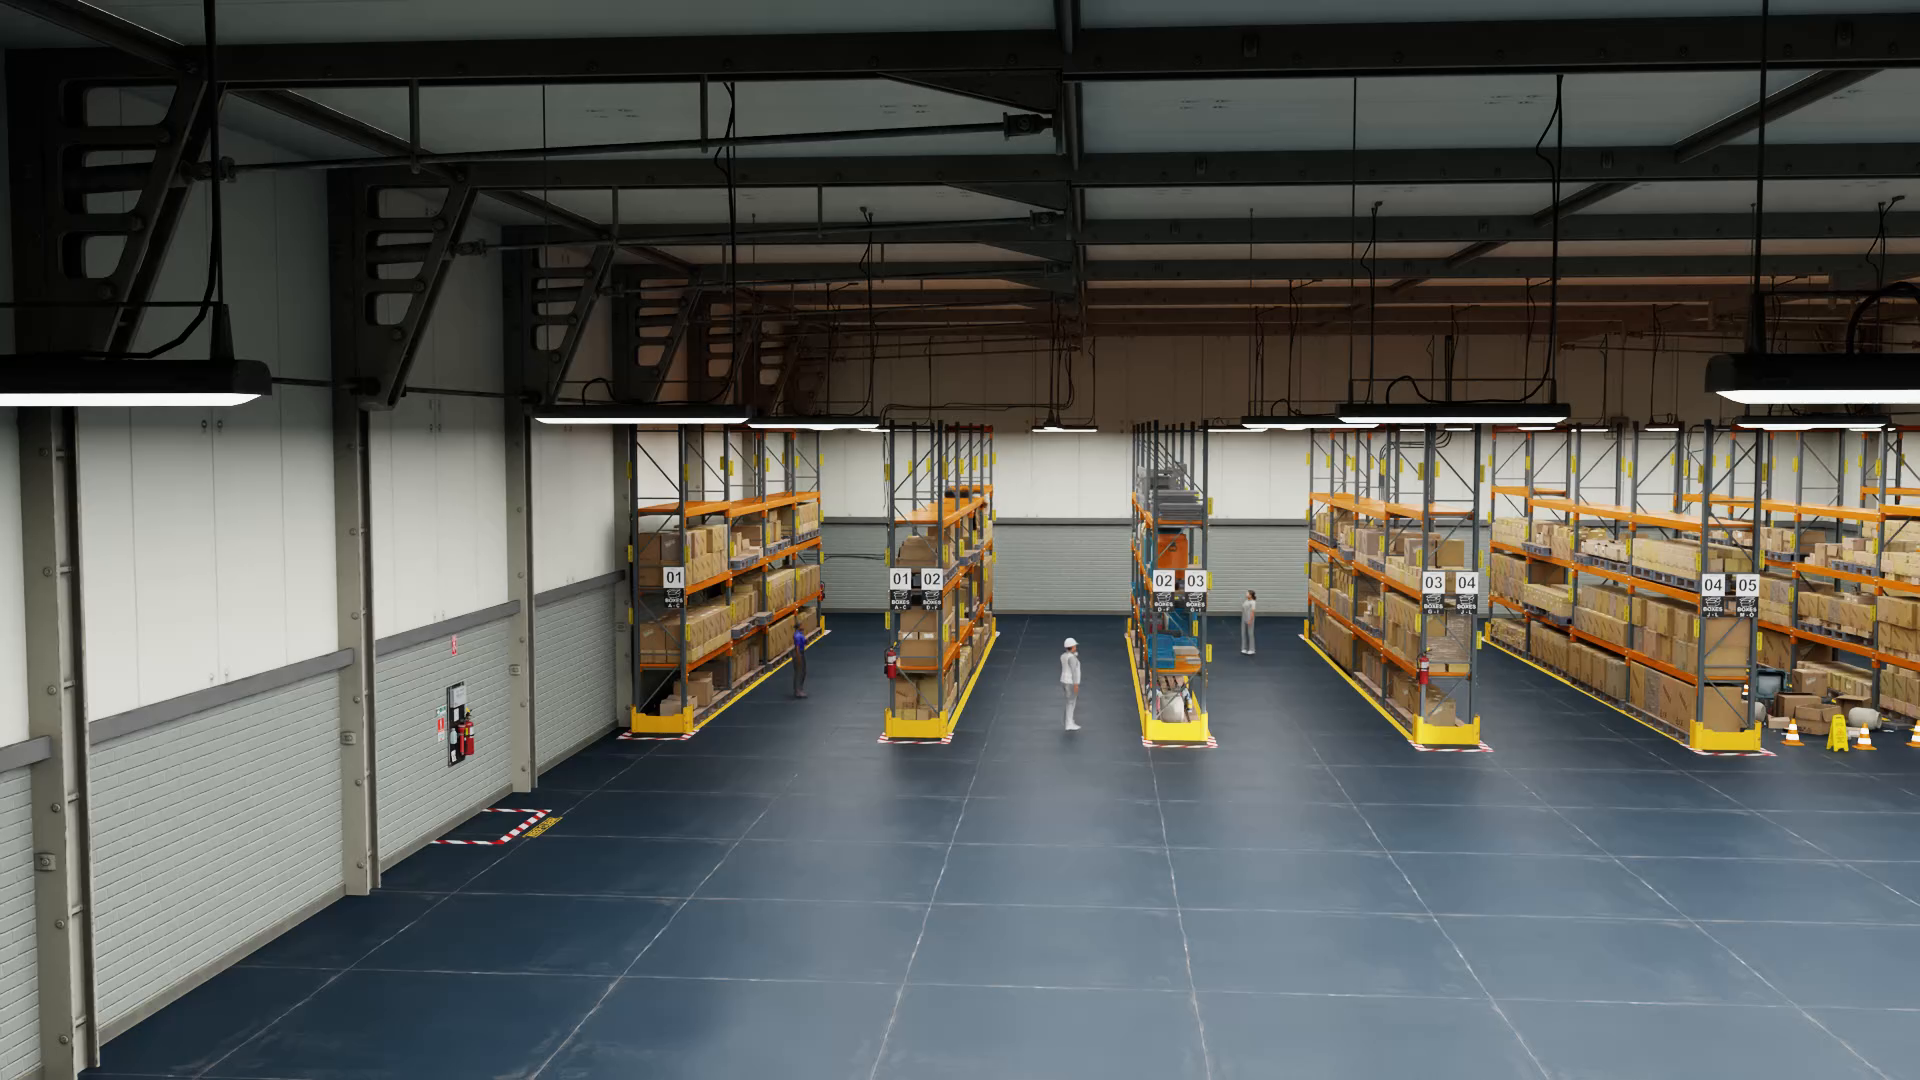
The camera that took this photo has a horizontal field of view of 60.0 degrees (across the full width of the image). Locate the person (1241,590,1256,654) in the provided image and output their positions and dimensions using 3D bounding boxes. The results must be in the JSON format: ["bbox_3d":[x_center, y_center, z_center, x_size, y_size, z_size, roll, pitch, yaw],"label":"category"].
[{"bbox_3d":[7.551,2.133,43.498,0.373,1.677,0.458,-3,5,-38],"label":"person"}]

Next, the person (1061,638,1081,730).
[{"bbox_3d":[2.202,2.808,32.331,0.446,1.810,0.588,-1,4,-15],"label":"person"}]

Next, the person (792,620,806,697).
[{"bbox_3d":[-3.517,2.628,36.488,0.332,1.743,0.507,0,4,3],"label":"person"}]
